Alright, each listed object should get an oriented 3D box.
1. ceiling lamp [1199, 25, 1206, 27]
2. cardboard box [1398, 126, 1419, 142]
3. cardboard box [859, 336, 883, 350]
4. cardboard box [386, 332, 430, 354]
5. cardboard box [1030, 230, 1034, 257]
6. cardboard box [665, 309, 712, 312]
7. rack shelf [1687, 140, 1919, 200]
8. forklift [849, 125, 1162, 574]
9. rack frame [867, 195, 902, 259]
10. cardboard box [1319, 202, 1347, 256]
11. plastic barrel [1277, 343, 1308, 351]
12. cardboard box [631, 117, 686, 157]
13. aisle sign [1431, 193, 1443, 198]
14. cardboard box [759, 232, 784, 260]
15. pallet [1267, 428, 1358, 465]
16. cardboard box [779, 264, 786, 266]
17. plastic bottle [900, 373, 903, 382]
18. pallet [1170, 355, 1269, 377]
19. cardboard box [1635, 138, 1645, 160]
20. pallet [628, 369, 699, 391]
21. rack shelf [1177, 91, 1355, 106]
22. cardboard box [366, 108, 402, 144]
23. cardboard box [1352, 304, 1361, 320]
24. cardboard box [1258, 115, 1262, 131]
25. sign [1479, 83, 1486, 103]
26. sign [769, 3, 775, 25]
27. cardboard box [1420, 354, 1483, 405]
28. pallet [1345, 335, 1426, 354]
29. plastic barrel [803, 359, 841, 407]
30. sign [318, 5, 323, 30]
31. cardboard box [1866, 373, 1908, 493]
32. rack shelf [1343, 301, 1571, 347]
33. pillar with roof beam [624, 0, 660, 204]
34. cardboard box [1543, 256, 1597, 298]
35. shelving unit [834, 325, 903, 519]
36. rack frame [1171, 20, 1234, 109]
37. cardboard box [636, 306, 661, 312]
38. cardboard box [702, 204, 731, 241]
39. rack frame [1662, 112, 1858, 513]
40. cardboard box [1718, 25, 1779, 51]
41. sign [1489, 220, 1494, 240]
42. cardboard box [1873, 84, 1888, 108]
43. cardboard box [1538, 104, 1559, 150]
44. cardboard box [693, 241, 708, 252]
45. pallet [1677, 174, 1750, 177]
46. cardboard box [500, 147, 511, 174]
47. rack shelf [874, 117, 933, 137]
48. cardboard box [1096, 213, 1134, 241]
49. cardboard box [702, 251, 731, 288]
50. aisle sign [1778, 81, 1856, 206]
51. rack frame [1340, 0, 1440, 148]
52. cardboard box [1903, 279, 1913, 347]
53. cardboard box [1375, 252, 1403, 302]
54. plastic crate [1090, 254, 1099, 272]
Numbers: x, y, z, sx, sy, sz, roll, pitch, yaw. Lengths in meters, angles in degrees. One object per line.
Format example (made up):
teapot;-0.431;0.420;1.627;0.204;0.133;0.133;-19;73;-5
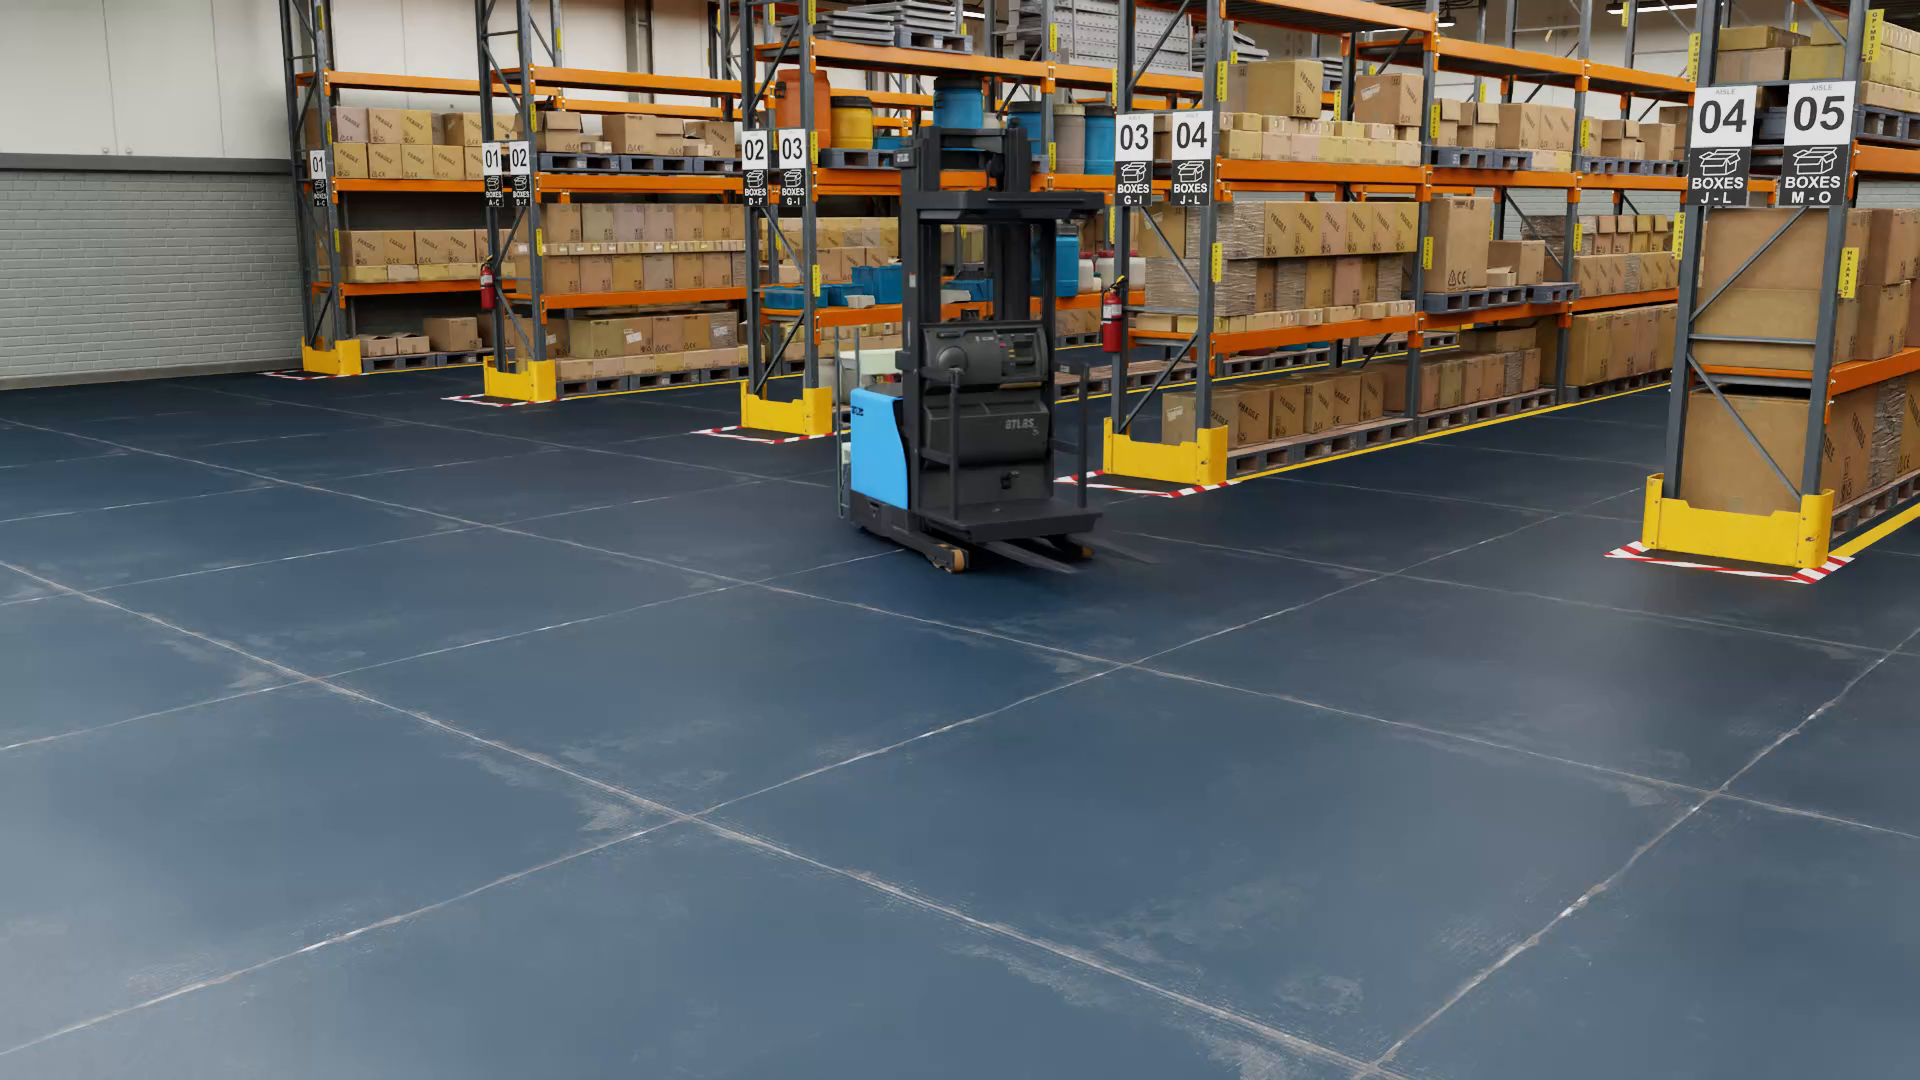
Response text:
ceiling lamp;4.863;-12.179;35.312;2.000;3.185;0.800;10;15;40
cardboard box;4.437;-4.128;16.926;0.380;0.149;0.250;10;15;42
cardboard box;-1.537;-3.013;25.584;0.500;0.250;0.500;10;15;41
cardboard box;-8.467;-3.024;25.435;0.500;0.311;0.500;-11;15;-43
cardboard box;1.157;-5.065;28.586;0.700;0.500;0.500;6;13;26
cardboard box;-3.869;-3.024;23.728;0.500;0.500;0.500;10;15;40
rack shelf;6.774;-2.788;12.689;1.077;0.370;4.000;10;15;40
forklift;0.281;-1.312;11.296;1.130;2.935;3.031;-6;13;-26
rack frame;-1.446;-5.718;33.182;1.000;3.000;0.127;10;15;40
cardboard box;3.352;-2.983;15.921;0.500;0.500;0.500;10;15;40
plastic barrel;5.156;-3.432;26.023;0.600;0.901;0.708;10;15;40
cardboard box;-4.186;-5.472;22.595;0.637;0.503;0.797;-10;15;-41
aisle sign;8.460;-6.350;29.707;0.394;0.787;0.004;10;15;40
cardboard box;-3.574;-5.373;30.387;0.500;0.500;0.500;10;15;42
pallet;3.213;-0.969;16.523;1.003;0.211;1.213;10;15;40
cardboard box;-2.561;-3.989;24.865;0.396;0.266;0.258;9;15;39
plastic bottle;-0.764;-1.933;20.060;0.152;0.276;0.135;9;15;39
pallet;3.844;-2.603;24.704;1.003;0.211;1.213;10;15;40
cardboard box;8.924;-5.280;22.487;0.500;0.311;0.500;9;14;38
pallet;-4.365;-2.242;22.897;1.003;0.211;1.213;10;15;40
rack shelf;4.675;-6.536;24.818;1.077;0.370;4.000;10;15;40
cardboard box;-8.562;-6.065;24.403;0.500;0.500;0.500;10;15;40
cardboard box;3.786;-2.292;16.668;0.380;0.149;0.250;10;15;40
cardboard box;2.468;-3.714;14.853;0.380;0.149;0.250;9;15;39
sign;9.060;-7.741;28.816;0.100;0.325;0.005;10;15;40
sign;-2.603;-7.304;23.014;0.100;0.325;0.005;10;15;40
cardboard box;5.554;-1.848;19.062;0.700;0.500;0.500;8;14;36
pallet;7.257;-3.363;28.512;1.003;0.211;1.213;10;15;40
plastic barrel;-1.549;-1.764;18.667;0.421;0.512;0.421;0;11;0
sign;-8.960;-7.321;23.305;0.100;0.325;0.005;10;15;40
cardboard box;7.034;-0.911;13.468;0.875;0.875;0.875;10;15;41
rack shelf;5.755;-2.561;19.214;1.077;0.370;4.000;10;15;40
pillar with roof beam;-2.361;-7.436;26.464;9.100;9.000;0.400;10;15;40
cardboard box;7.601;-3.294;20.789;0.500;0.500;0.500;10;15;42
shelving unit;-0.538;-0.925;12.987;0.755;1.500;0.431;-6;11;-28
rack frame;3.355;-6.791;23.235;1.000;3.000;0.127;10;15;40
cardboard box;-5.583;-3.794;28.807;0.700;0.500;0.500;10;15;41
cardboard box;-3.625;-4.446;23.245;0.700;0.500;0.500;10;15;40
rack frame;5.454;-1.375;11.439;1.000;3.000;0.127;10;15;40
cardboard box;5.421;-3.463;11.508;0.380;0.149;0.250;10;15;41
sign;6.656;-3.848;20.860;0.100;0.325;0.005;10;15;40
cardboard box;6.088;-3.025;11.352;0.380;0.149;0.250;10;15;41
cardboard box;6.618;-4.794;19.366;0.500;0.500;0.500;10;15;40
cardboard box;-3.695;-4.051;22.925;0.380;0.149;0.250;10;15;40
pallet;11.069;-5.522;24.769;1.003;0.211;1.213;10;15;40
cardboard box;-7.218;-5.892;26.088;0.500;0.500;0.500;8;14;36
rack shelf;-0.126;-8.405;34.178;1.077;0.370;4.000;10;15;40
cardboard box;2.799;-5.651;30.036;0.500;0.500;0.500;10;15;42
cardboard box;-3.635;-3.806;23.352;0.700;0.500;0.500;10;15;40
aisle sign;5.632;-2.601;10.938;0.394;0.787;0.004;10;15;40
rack frame;4.435;-5.562;17.083;1.000;3.000;0.127;10;15;40
cardboard box;7.069;-1.833;13.350;0.875;0.550;0.550;10;15;40
cardboard box;4.092;-2.757;17.340;0.875;0.500;0.500;10;15;40
plastic crate;2.058;-3.682;22.824;0.402;0.464;0.583;10;15;40
